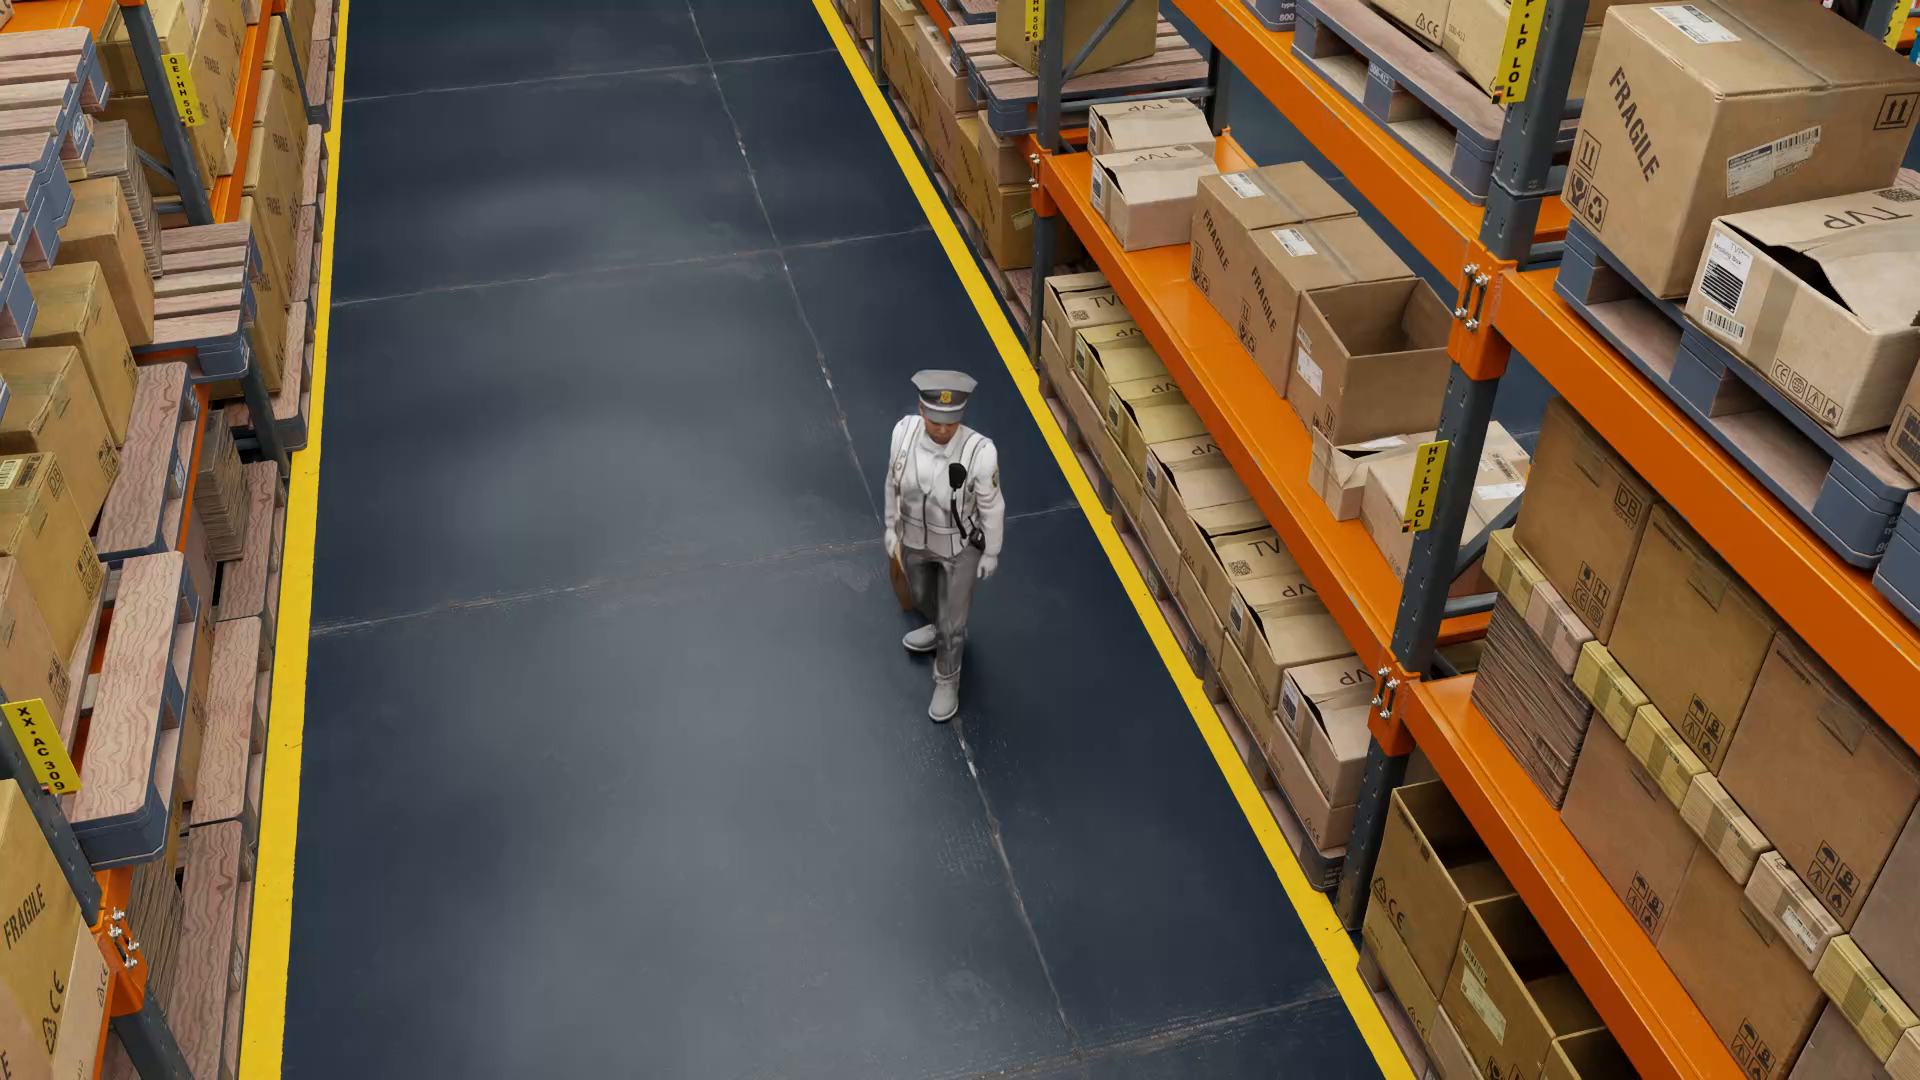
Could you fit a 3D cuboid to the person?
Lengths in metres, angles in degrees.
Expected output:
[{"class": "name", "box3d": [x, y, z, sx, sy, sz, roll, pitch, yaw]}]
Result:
[{"class": "person", "box3d": [-0.052, -0.044, 6.761, 0.524, 1.664, 0.542, 16, 41, 19]}]
